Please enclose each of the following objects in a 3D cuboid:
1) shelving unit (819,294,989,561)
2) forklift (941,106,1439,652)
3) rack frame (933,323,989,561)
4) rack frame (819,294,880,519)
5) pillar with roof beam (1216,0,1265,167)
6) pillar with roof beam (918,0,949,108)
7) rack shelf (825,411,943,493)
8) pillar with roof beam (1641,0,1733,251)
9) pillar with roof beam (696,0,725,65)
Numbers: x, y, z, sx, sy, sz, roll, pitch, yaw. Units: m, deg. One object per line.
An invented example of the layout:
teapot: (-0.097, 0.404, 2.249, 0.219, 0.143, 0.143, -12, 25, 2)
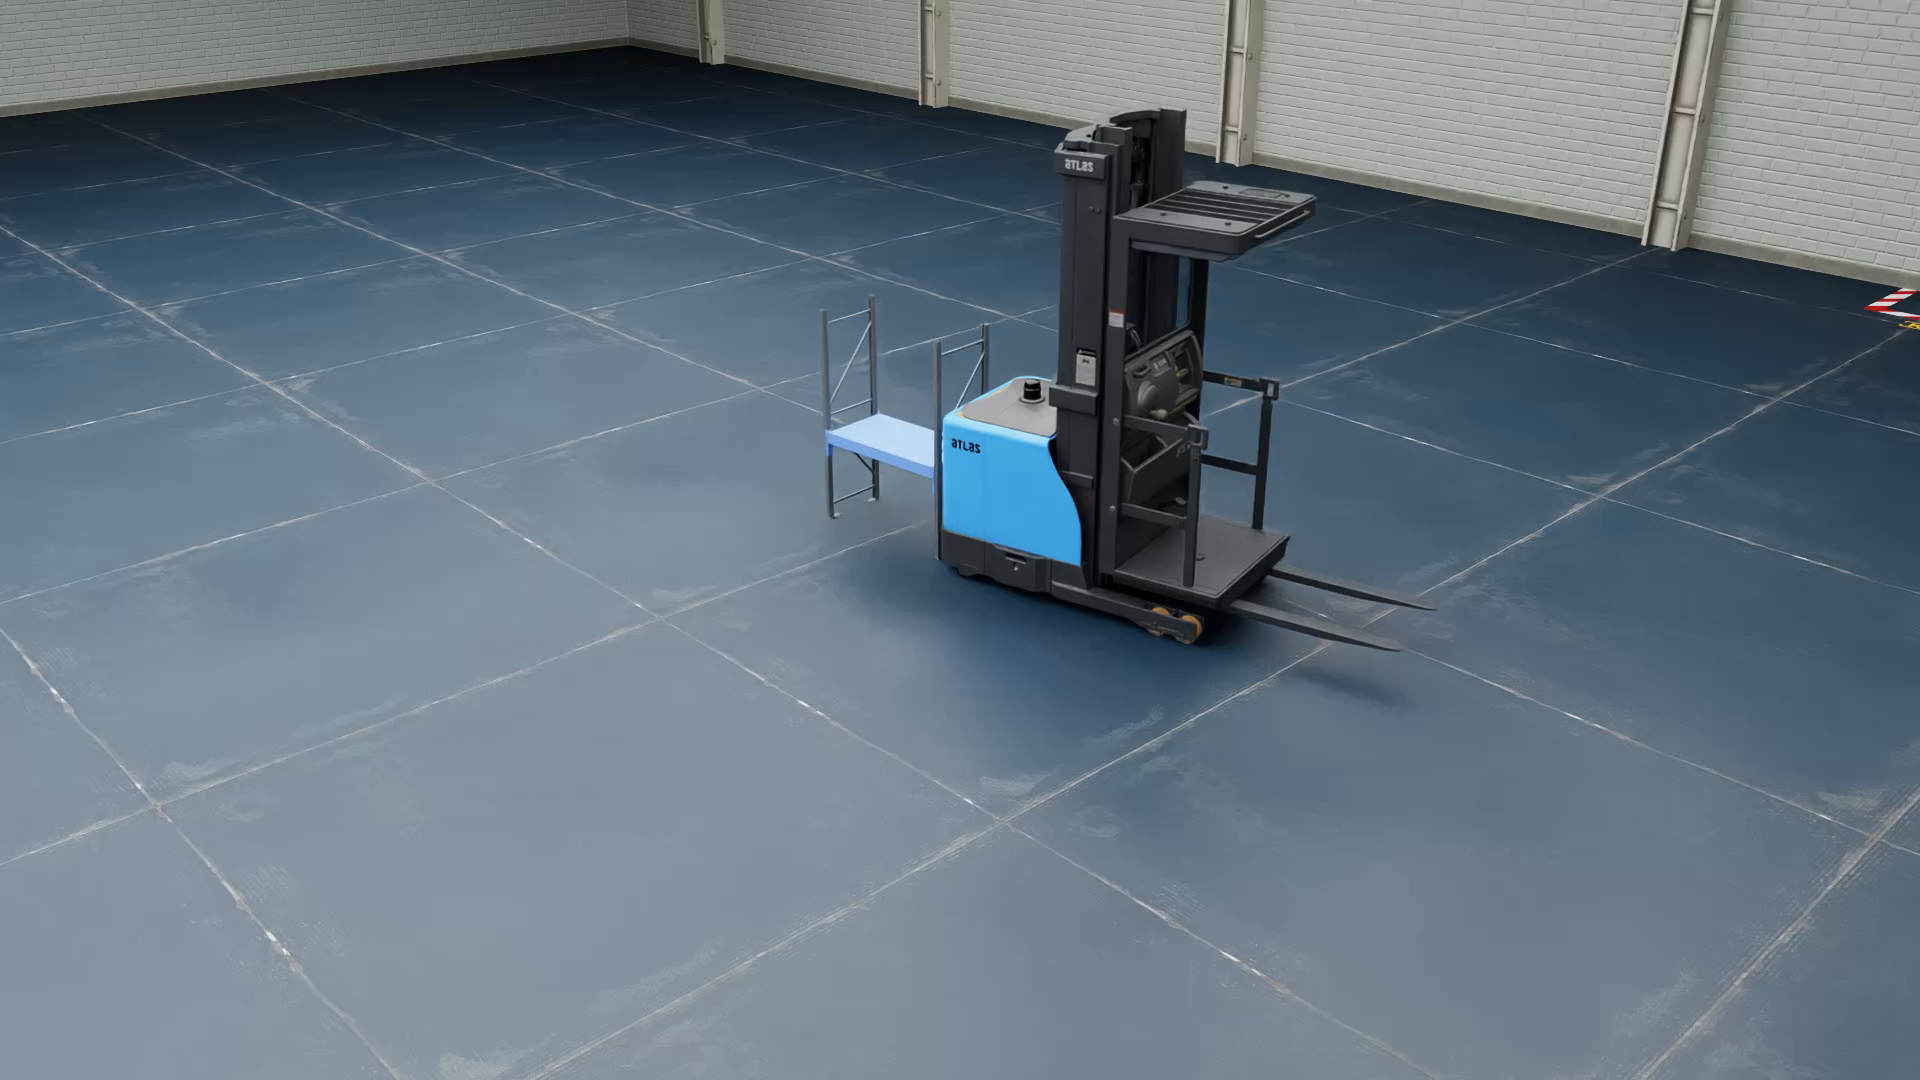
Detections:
shelving unit: (-0.371, -0.768, 11.126, 1.048, 1.500, 0.538, 20, 31, 37)
forklift: (1.391, -0.967, 9.839, 3.031, 2.935, 1.130, 15, 29, 30)
rack frame: (0.010, -0.628, 10.820, 0.032, 1.500, 0.500, 20, 31, 37)
rack frame: (-0.752, -0.908, 11.432, 0.032, 1.500, 0.500, 20, 31, 37)
pillar with roof beam: (0.548, -7.948, 17.831, 9.100, 9.000, 0.400, -21, 32, -38)
pillar with roof beam: (-3.553, -9.766, 21.816, 9.100, 9.000, 0.400, -21, 32, -38)
rack shelf: (-0.371, -0.604, 11.201, 1.000, 0.185, 0.538, 20, 31, 37)
pillar with roof beam: (4.649, -6.131, 13.846, 9.100, 9.000, 0.400, -21, 32, -38)
pillar with roof beam: (-7.654, -11.584, 25.800, 9.100, 9.000, 0.400, -21, 32, -38)
